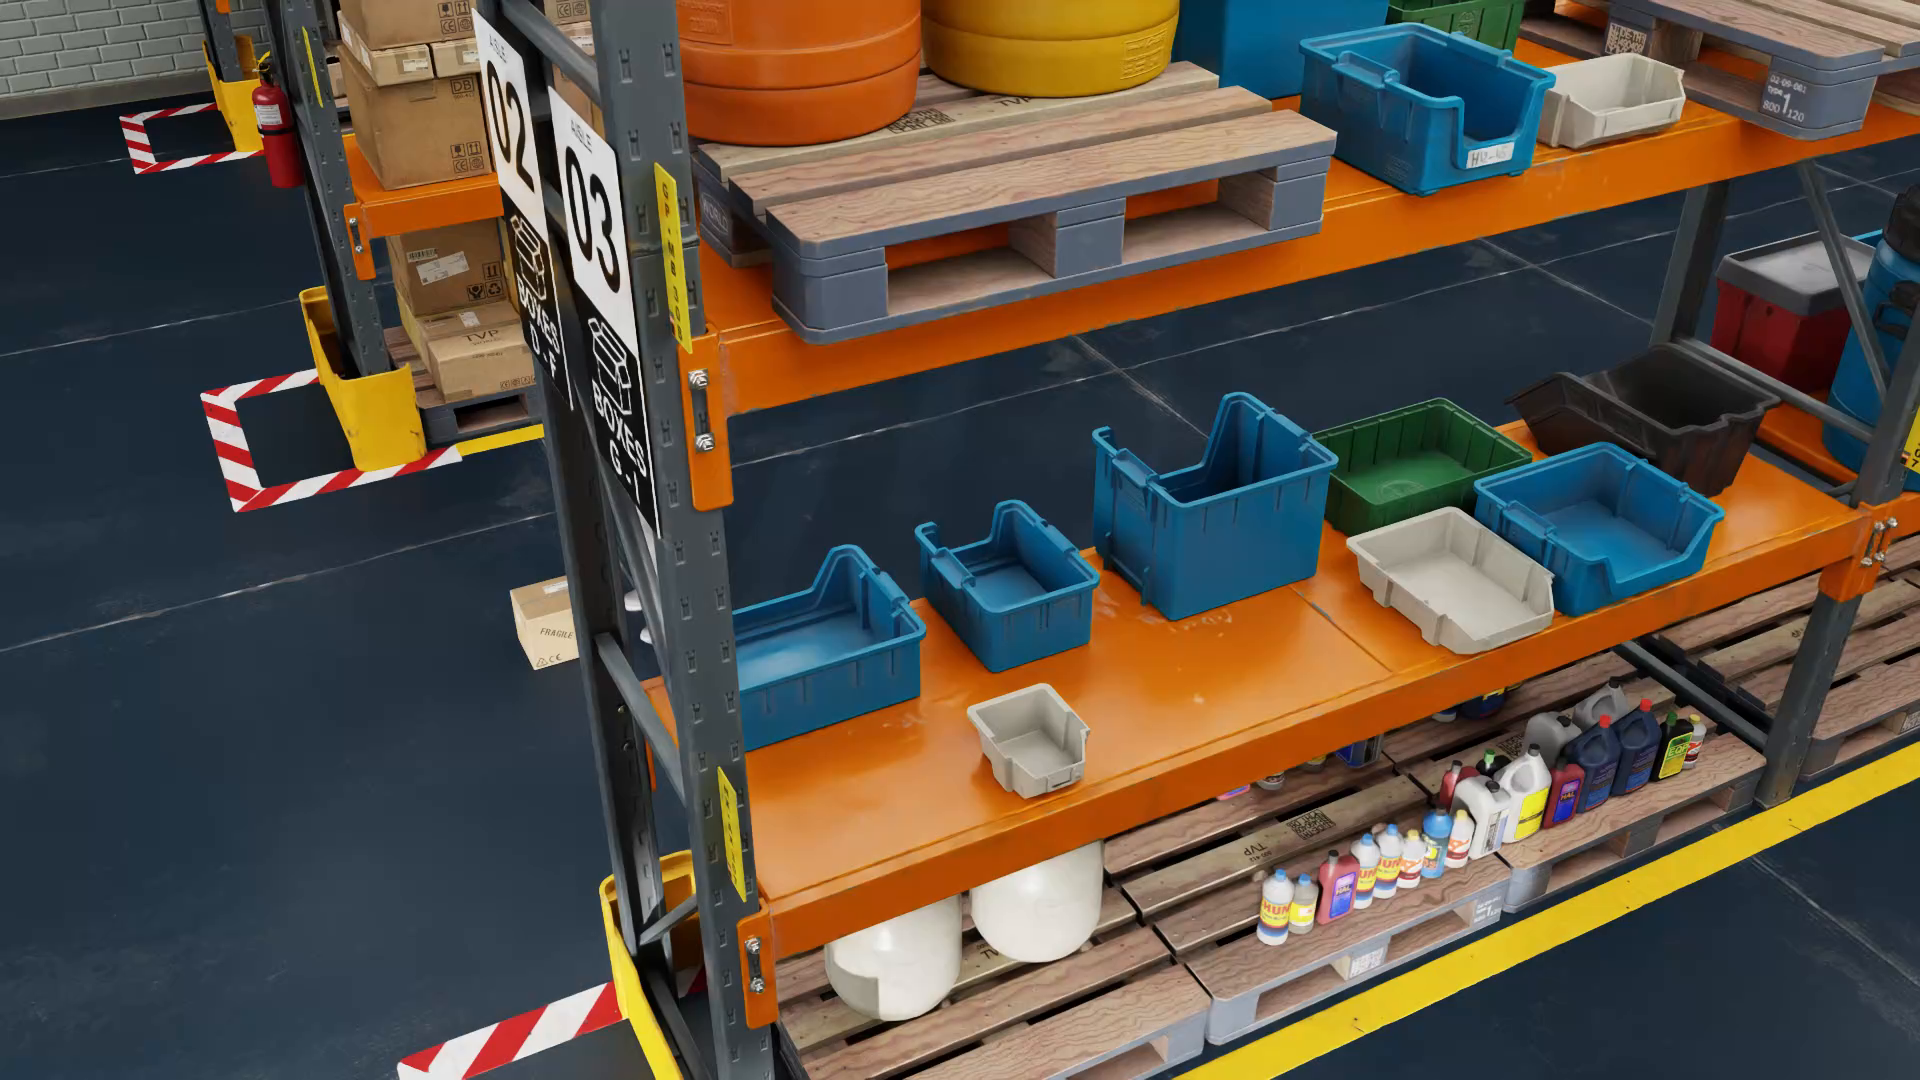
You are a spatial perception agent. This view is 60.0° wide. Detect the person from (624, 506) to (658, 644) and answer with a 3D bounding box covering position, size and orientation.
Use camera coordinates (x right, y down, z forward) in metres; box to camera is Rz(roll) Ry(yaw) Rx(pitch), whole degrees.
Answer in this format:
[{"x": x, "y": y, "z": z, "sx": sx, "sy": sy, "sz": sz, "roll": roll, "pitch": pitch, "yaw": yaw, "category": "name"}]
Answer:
[{"x": -1.256, "y": -0.349, "z": 6.700, "sx": 0.429, "sy": 1.643, "sz": 0.483, "roll": -15, "pitch": 36, "yaw": -22, "category": "person"}]
